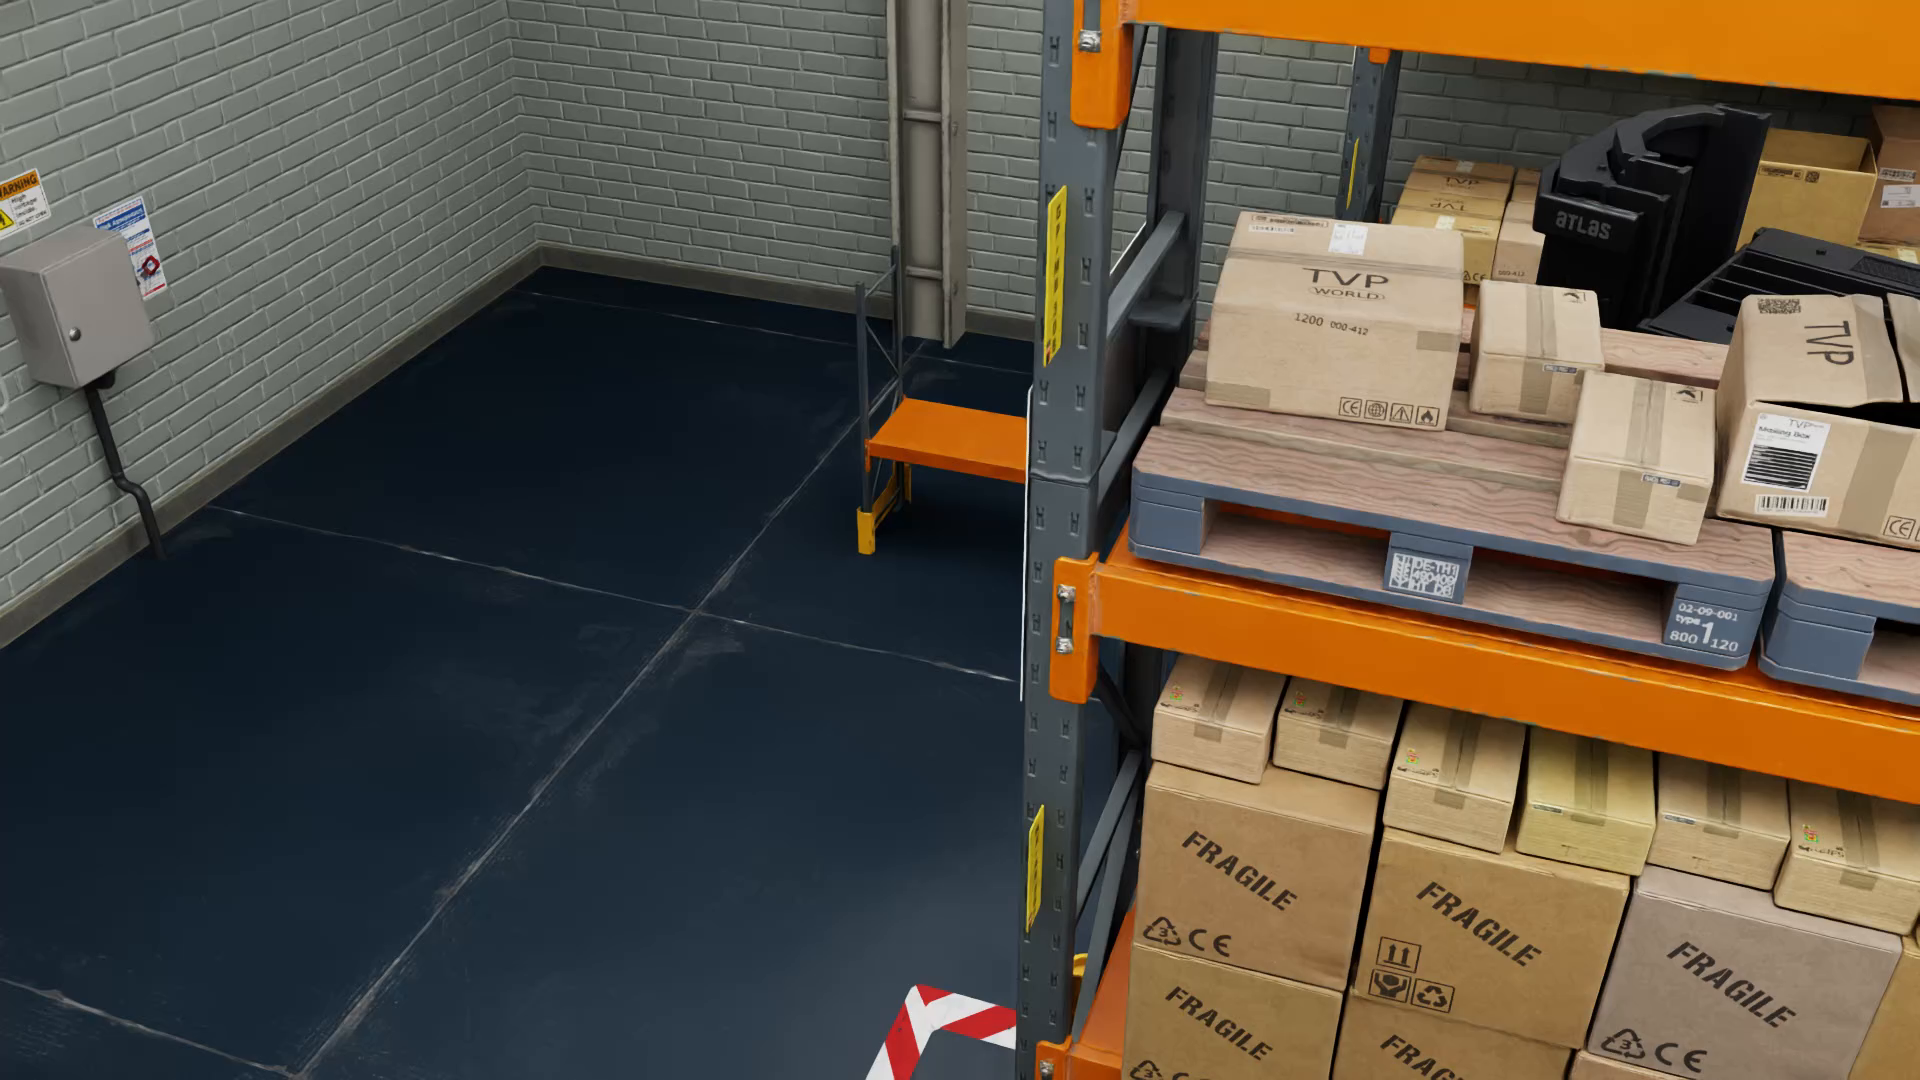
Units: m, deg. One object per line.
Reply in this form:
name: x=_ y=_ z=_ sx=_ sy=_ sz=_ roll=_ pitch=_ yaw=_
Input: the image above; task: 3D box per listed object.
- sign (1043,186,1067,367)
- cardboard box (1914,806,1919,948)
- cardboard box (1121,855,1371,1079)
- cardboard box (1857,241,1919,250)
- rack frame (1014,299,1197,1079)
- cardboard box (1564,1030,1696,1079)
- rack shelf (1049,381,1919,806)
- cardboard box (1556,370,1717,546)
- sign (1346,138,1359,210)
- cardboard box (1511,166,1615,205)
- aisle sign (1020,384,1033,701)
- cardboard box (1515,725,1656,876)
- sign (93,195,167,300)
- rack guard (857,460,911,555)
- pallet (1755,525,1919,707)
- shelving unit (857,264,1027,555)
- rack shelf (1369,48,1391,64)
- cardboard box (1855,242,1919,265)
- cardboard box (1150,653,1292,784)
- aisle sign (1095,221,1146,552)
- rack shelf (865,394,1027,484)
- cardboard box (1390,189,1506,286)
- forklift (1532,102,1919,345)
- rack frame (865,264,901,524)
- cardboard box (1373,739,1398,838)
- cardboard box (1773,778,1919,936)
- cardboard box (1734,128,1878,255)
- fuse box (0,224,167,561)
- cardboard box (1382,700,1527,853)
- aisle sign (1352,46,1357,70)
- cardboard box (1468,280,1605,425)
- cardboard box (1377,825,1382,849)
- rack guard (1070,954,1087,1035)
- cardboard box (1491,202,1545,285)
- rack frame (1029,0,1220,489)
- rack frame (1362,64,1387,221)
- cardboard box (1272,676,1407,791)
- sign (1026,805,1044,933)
sign: x=0.177 y=-0.489 z=3.097 sx=0.005 sy=0.325 sz=0.100 roll=11 pitch=34 yaw=16
cardboard box: x=2.056 y=0.667 z=3.340 sx=0.250 sy=0.149 sz=0.380 roll=10 pitch=34 yaw=15
cardboard box: x=0.725 y=1.082 z=4.216 sx=0.500 sy=0.500 sz=0.500 roll=11 pitch=34 yaw=16
cardboard box: x=4.472 y=-1.388 z=7.998 sx=0.500 sy=0.250 sz=0.500 roll=12 pitch=35 yaw=18
rack frame: x=0.370 y=0.890 z=4.607 sx=0.127 sy=3.000 sz=1.000 roll=11 pitch=34 yaw=16
cardboard box: x=1.683 y=1.263 z=3.937 sx=0.500 sy=0.500 sz=0.500 roll=11 pitch=34 yaw=16
rack shelf: x=2.252 y=0.298 z=3.421 sx=4.000 sy=0.370 sz=1.077 roll=11 pitch=34 yaw=16
cardboard box: x=1.316 y=-0.167 z=3.230 sx=0.250 sy=0.149 sz=0.380 roll=12 pitch=35 yaw=18
sign: x=1.858 y=-1.732 z=7.869 sx=0.005 sy=0.325 sz=0.100 roll=11 pitch=34 yaw=16
cardboard box: x=3.048 y=-1.664 z=8.426 sx=0.500 sy=0.250 sz=0.500 roll=11 pitch=34 yaw=17
aisle sign: x=0.204 y=-0.068 z=3.692 sx=0.004 sy=0.787 sz=0.394 roll=11 pitch=34 yaw=16
cardboard box: x=1.341 y=0.518 z=3.570 sx=0.250 sy=0.149 sz=0.380 roll=10 pitch=34 yaw=15
sign: x=-4.129 y=-1.426 z=8.281 sx=0.001 sy=0.494 sz=0.329 roll=11 pitch=34 yaw=16
rack guard: x=-0.397 y=-0.182 z=8.802 sx=0.087 sy=0.250 sz=0.587 roll=11 pitch=34 yaw=16
pallet: x=2.224 y=0.020 z=3.271 sx=1.213 sy=0.211 sz=1.003 roll=11 pitch=34 yaw=16
shelving unit: x=0.072 y=-0.616 z=8.322 sx=1.083 sy=1.500 sz=0.587 roll=11 pitch=34 yaw=16
rack shelf: x=3.924 y=-2.237 z=7.348 sx=4.000 sy=0.370 sz=1.077 roll=11 pitch=34 yaw=16
cardboard box: x=4.303 y=-1.126 z=7.593 sx=0.500 sy=0.250 sz=0.500 roll=11 pitch=34 yaw=16
cardboard box: x=0.611 y=0.361 z=3.813 sx=0.250 sy=0.149 sz=0.380 roll=12 pitch=35 yaw=17
aisle sign: x=0.407 y=-0.374 z=4.167 sx=0.004 sy=0.787 sz=0.394 roll=11 pitch=34 yaw=16
rack shelf: x=0.080 y=-0.463 z=8.417 sx=1.000 sy=0.185 sz=0.538 roll=11 pitch=34 yaw=16
cardboard box: x=2.377 y=-1.487 z=8.151 sx=0.500 sy=0.250 sz=0.500 roll=11 pitch=34 yaw=17
forklift: x=2.706 y=0.082 z=5.922 sx=3.031 sy=2.935 sz=1.130 roll=26 pitch=41 yaw=34
rack frame: x=-0.398 y=-0.708 z=8.464 sx=0.013 sy=1.308 sz=0.475 roll=11 pitch=34 yaw=16
cardboard box: x=0.904 y=0.394 z=4.360 sx=0.500 sy=0.500 sz=0.500 roll=12 pitch=35 yaw=18
cardboard box: x=1.827 y=0.606 z=3.433 sx=0.250 sy=0.149 sz=0.380 roll=11 pitch=35 yaw=17
cardboard box: x=3.789 y=-1.528 z=7.523 sx=0.500 sy=0.500 sz=0.500 roll=12 pitch=35 yaw=18
fuse box: x=-4.100 y=-0.635 z=8.156 sx=0.414 sy=1.711 sz=0.539 roll=11 pitch=34 yaw=16
cardboard box: x=1.087 y=0.479 z=3.630 sx=0.250 sy=0.149 sz=0.380 roll=12 pitch=35 yaw=18
aisle sign: x=1.878 y=-2.600 z=7.615 sx=0.004 sy=0.787 sz=0.394 roll=11 pitch=34 yaw=16
cardboard box: x=1.245 y=-0.411 z=3.608 sx=0.250 sy=0.149 sz=0.380 roll=8 pitch=34 yaw=13
cardboard box: x=1.380 y=0.900 z=4.498 sx=0.500 sy=0.500 sz=0.500 roll=10 pitch=34 yaw=15
rack guard: x=0.347 y=1.935 z=5.291 sx=0.348 sy=0.500 sz=1.175 roll=11 pitch=34 yaw=16
cardboard box: x=2.852 y=-1.395 z=8.009 sx=0.500 sy=0.250 sz=0.500 roll=11 pitch=35 yaw=17
rack frame: x=0.370 y=-1.631 z=2.979 sx=0.127 sy=3.000 sz=1.000 roll=11 pitch=34 yaw=16
rack frame: x=2.040 y=-1.644 z=8.531 sx=0.053 sy=2.616 sz=0.949 roll=11 pitch=34 yaw=16
cardboard box: x=0.881 y=0.373 z=3.795 sx=0.250 sy=0.149 sz=0.380 roll=12 pitch=35 yaw=18
sign: x=0.177 y=0.775 z=3.913 sx=0.005 sy=0.325 sz=0.100 roll=11 pitch=34 yaw=16
